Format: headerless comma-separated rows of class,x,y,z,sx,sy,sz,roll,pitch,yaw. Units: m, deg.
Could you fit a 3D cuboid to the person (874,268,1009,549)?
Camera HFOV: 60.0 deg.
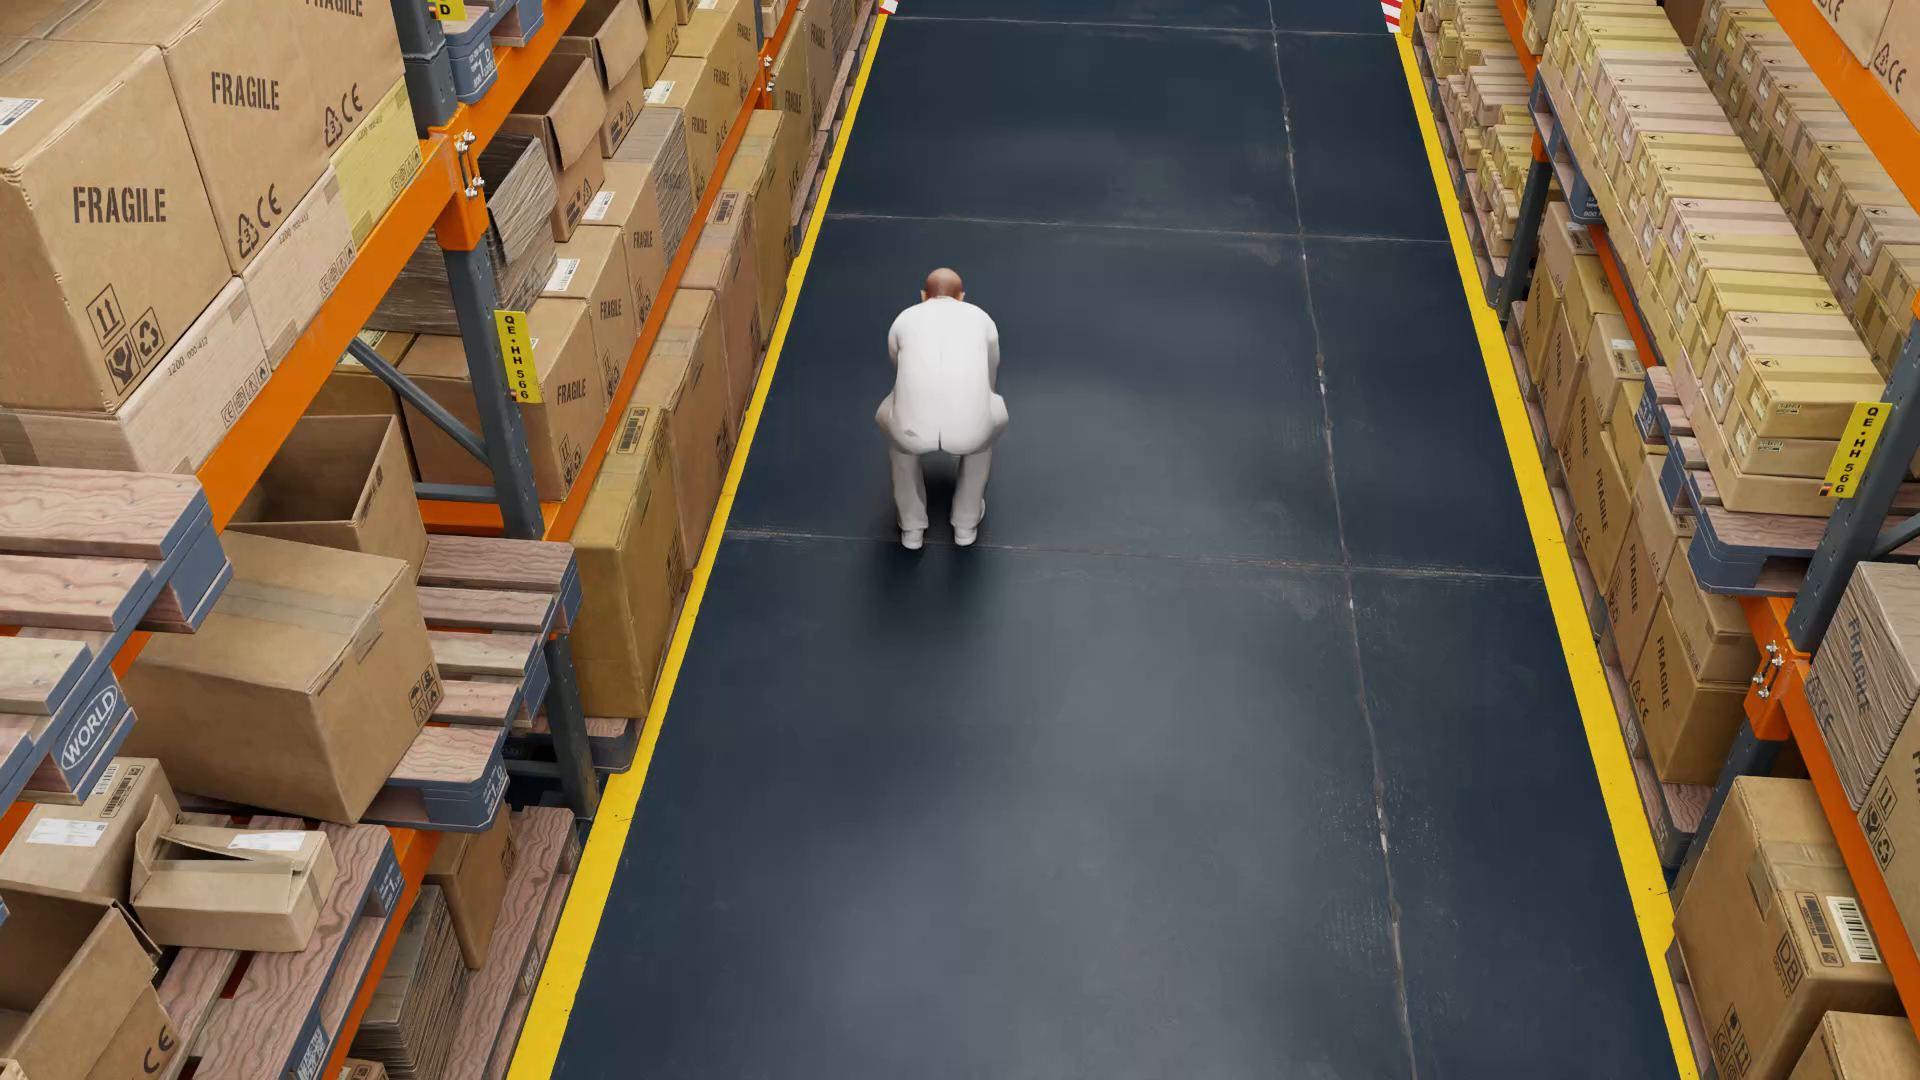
person,-0.075,-0.551,7.430,0.590,1.019,0.942,1,40,2
